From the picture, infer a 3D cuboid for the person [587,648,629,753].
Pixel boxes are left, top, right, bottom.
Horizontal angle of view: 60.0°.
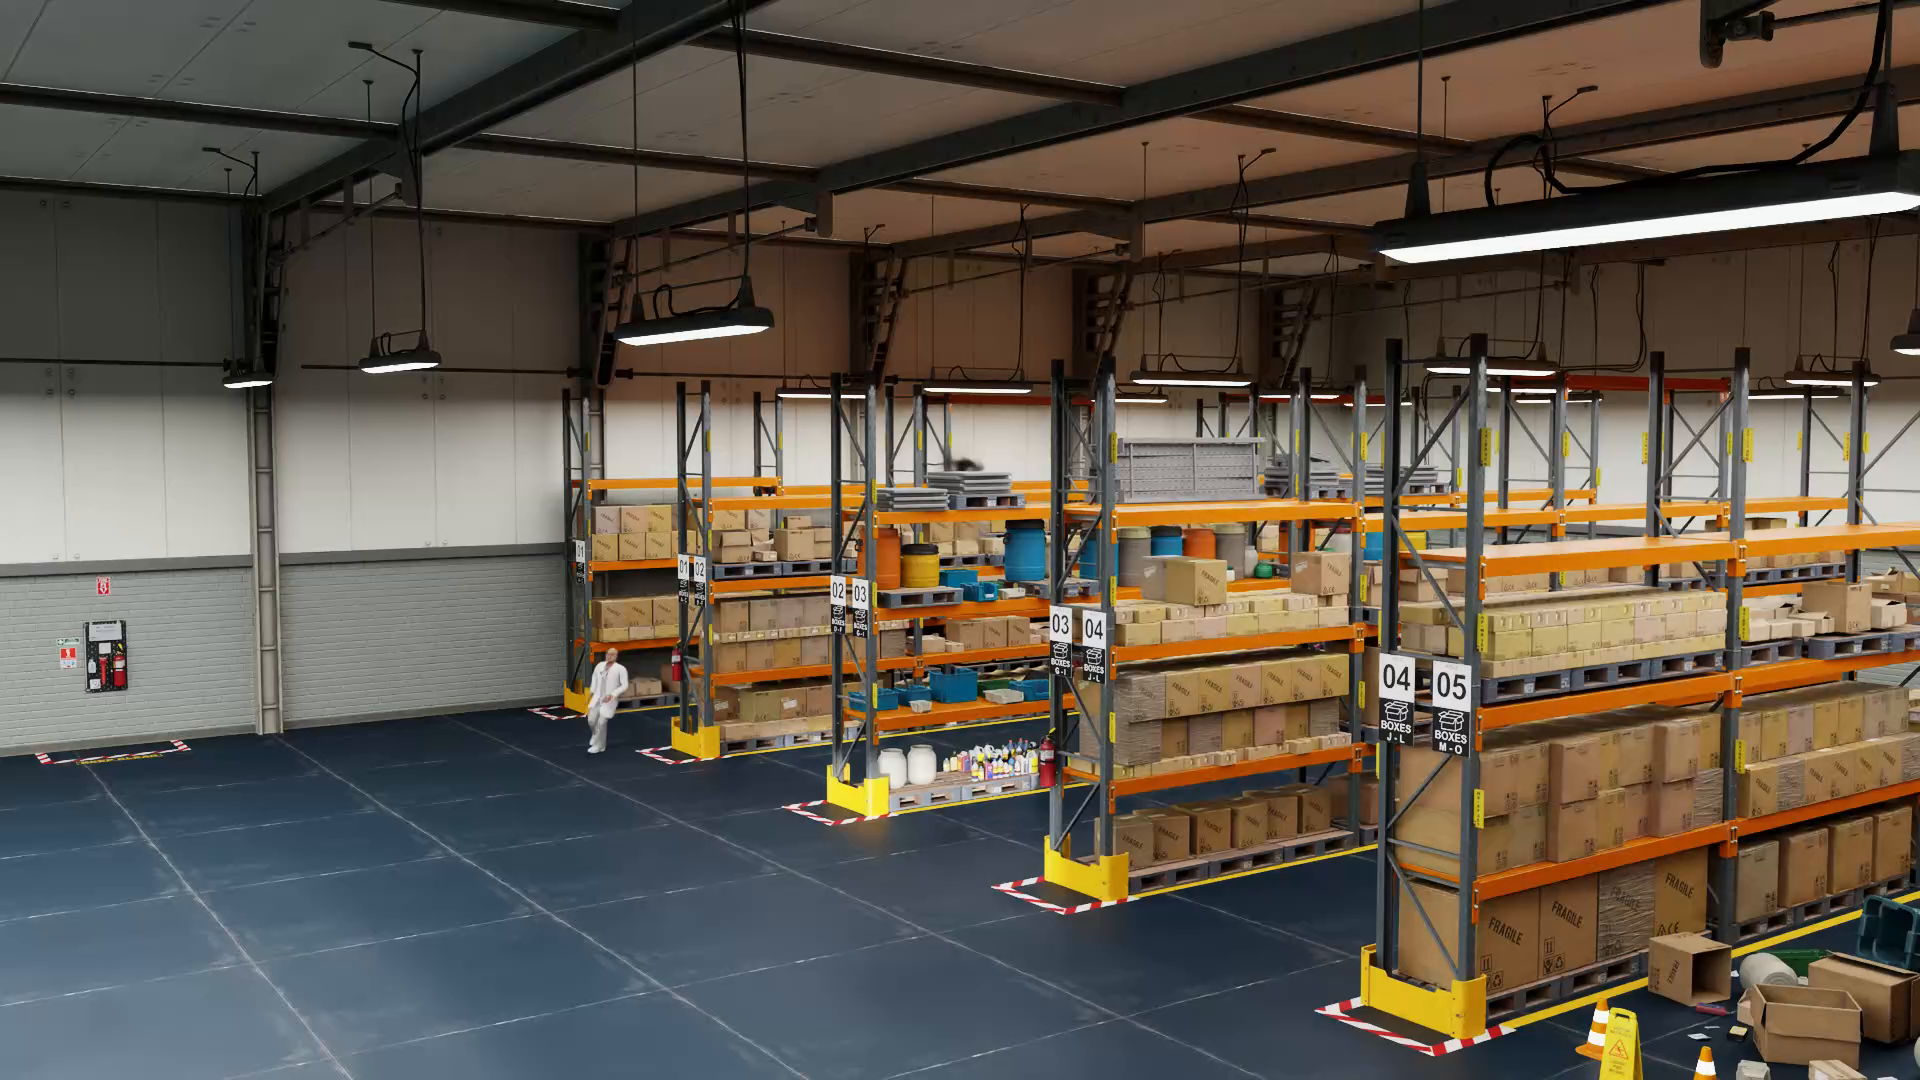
[{"bbox_3d":[-5.699,2.591,26.774,0.728,1.700,0.583,1,4,15],"label":"person"}]
